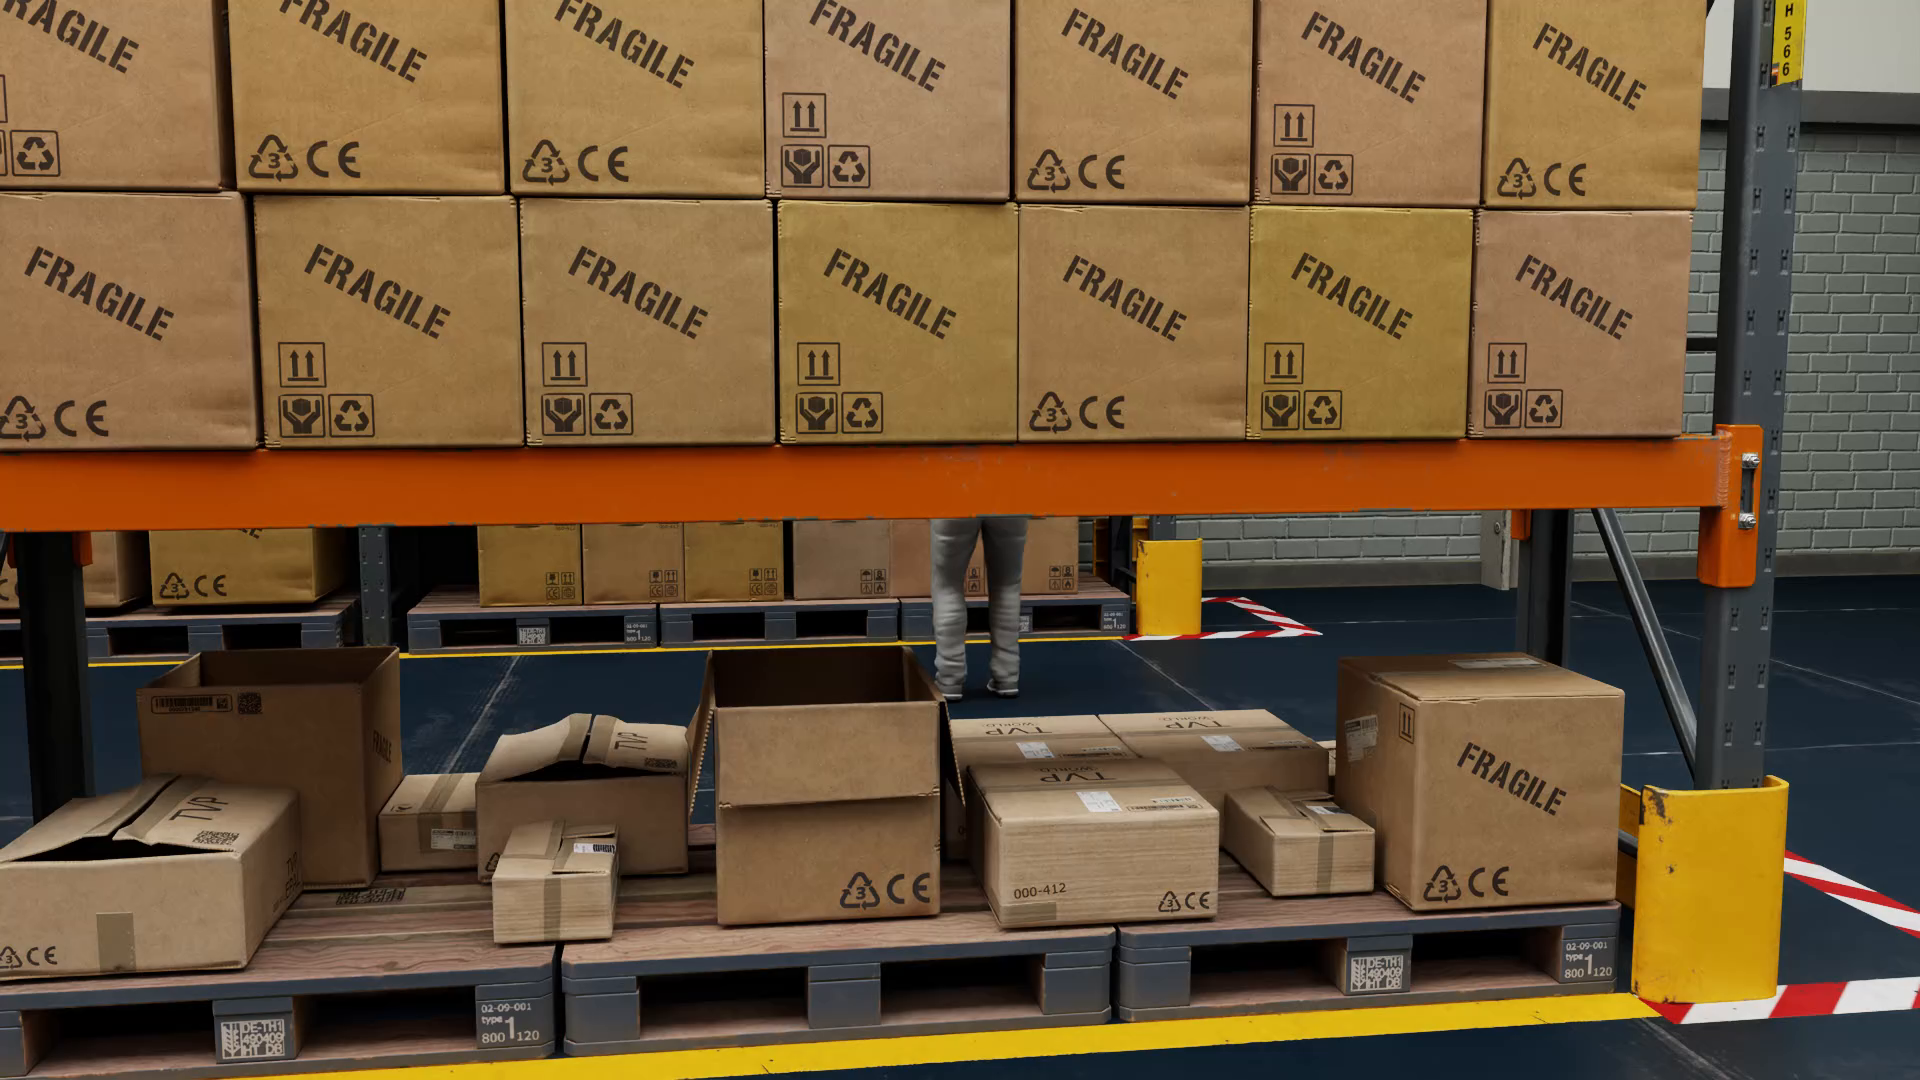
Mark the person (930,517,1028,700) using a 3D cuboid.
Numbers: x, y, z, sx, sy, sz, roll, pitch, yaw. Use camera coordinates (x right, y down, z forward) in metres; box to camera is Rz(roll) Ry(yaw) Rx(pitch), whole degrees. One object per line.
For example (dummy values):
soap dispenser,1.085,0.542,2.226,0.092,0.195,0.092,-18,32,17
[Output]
person,0.062,-0.150,7.166,0.452,1.662,0.539,-1,7,-9
